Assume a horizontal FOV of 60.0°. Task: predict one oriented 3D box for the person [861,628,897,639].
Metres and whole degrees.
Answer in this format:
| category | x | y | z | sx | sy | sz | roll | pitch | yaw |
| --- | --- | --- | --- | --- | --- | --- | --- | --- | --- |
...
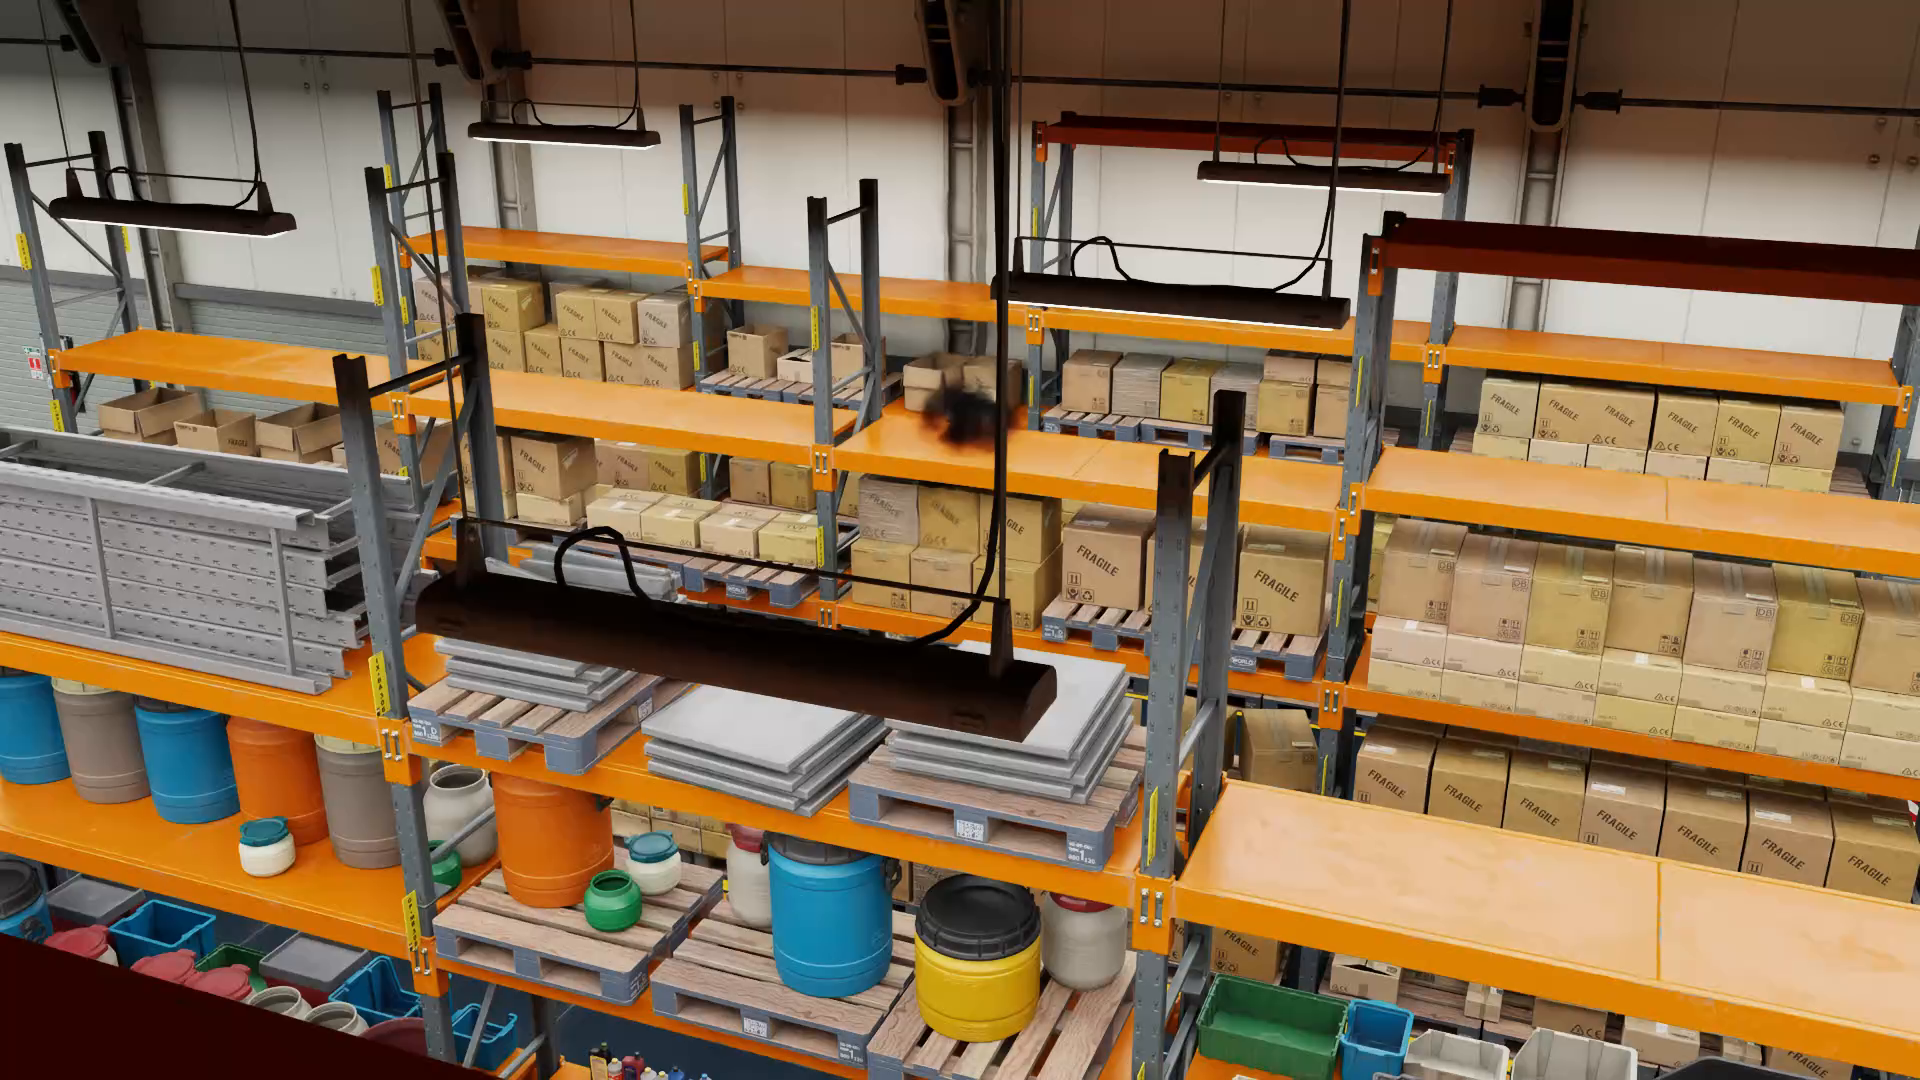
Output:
| category | x | y | z | sx | sy | sz | roll | pitch | yaw |
| --- | --- | --- | --- | --- | --- | --- | --- | --- | --- |
| person | -0.773 | 1.122 | 16.366 | 0.700 | 1.668 | 0.649 | 4 | 21 | 11 |
